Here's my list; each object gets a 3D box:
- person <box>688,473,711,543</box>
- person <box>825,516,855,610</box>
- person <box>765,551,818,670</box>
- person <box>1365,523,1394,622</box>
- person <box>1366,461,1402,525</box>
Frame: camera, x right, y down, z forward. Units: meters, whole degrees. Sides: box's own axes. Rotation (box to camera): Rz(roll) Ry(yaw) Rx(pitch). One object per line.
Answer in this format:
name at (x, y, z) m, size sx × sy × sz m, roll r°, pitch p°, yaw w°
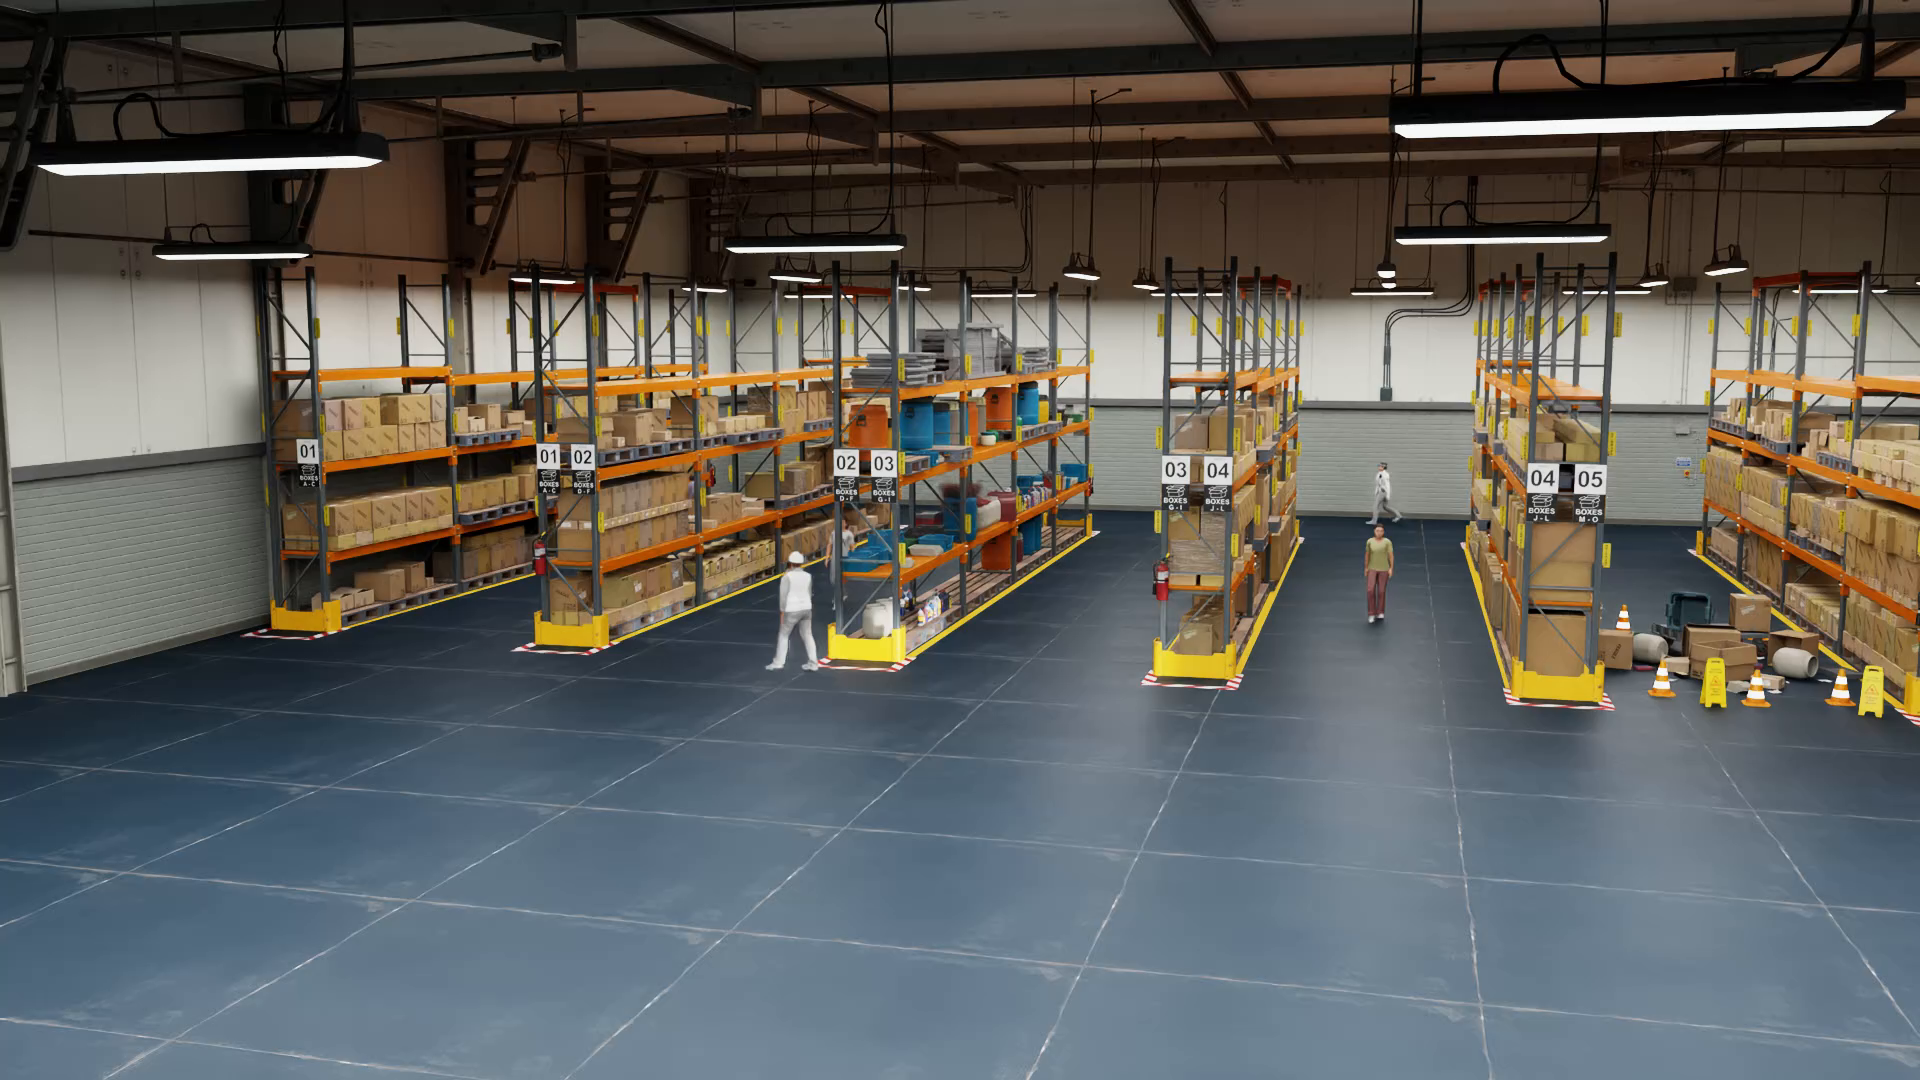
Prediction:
person at (-6.214, -0.744, 38.969) m, size 0.657 × 1.639 × 0.513 m, roll -5°, pitch 9°, yaw -33°
person at (-2.160, 0.392, 30.065) m, size 0.517 × 1.666 × 0.754 m, roll 2°, pitch 7°, yaw 15°
person at (-2.426, 1.049, 24.430) m, size 0.557 × 1.769 × 0.832 m, roll -7°, pitch 10°, yaw -44°
person at (7.213, 0.563, 28.641) m, size 0.490 × 1.725 × 0.537 m, roll 2°, pitch 8°, yaw 17°
person at (10.851, -1.213, 42.490) m, size 0.934 × 1.639 × 0.460 m, roll 1°, pitch 7°, yaw 7°
